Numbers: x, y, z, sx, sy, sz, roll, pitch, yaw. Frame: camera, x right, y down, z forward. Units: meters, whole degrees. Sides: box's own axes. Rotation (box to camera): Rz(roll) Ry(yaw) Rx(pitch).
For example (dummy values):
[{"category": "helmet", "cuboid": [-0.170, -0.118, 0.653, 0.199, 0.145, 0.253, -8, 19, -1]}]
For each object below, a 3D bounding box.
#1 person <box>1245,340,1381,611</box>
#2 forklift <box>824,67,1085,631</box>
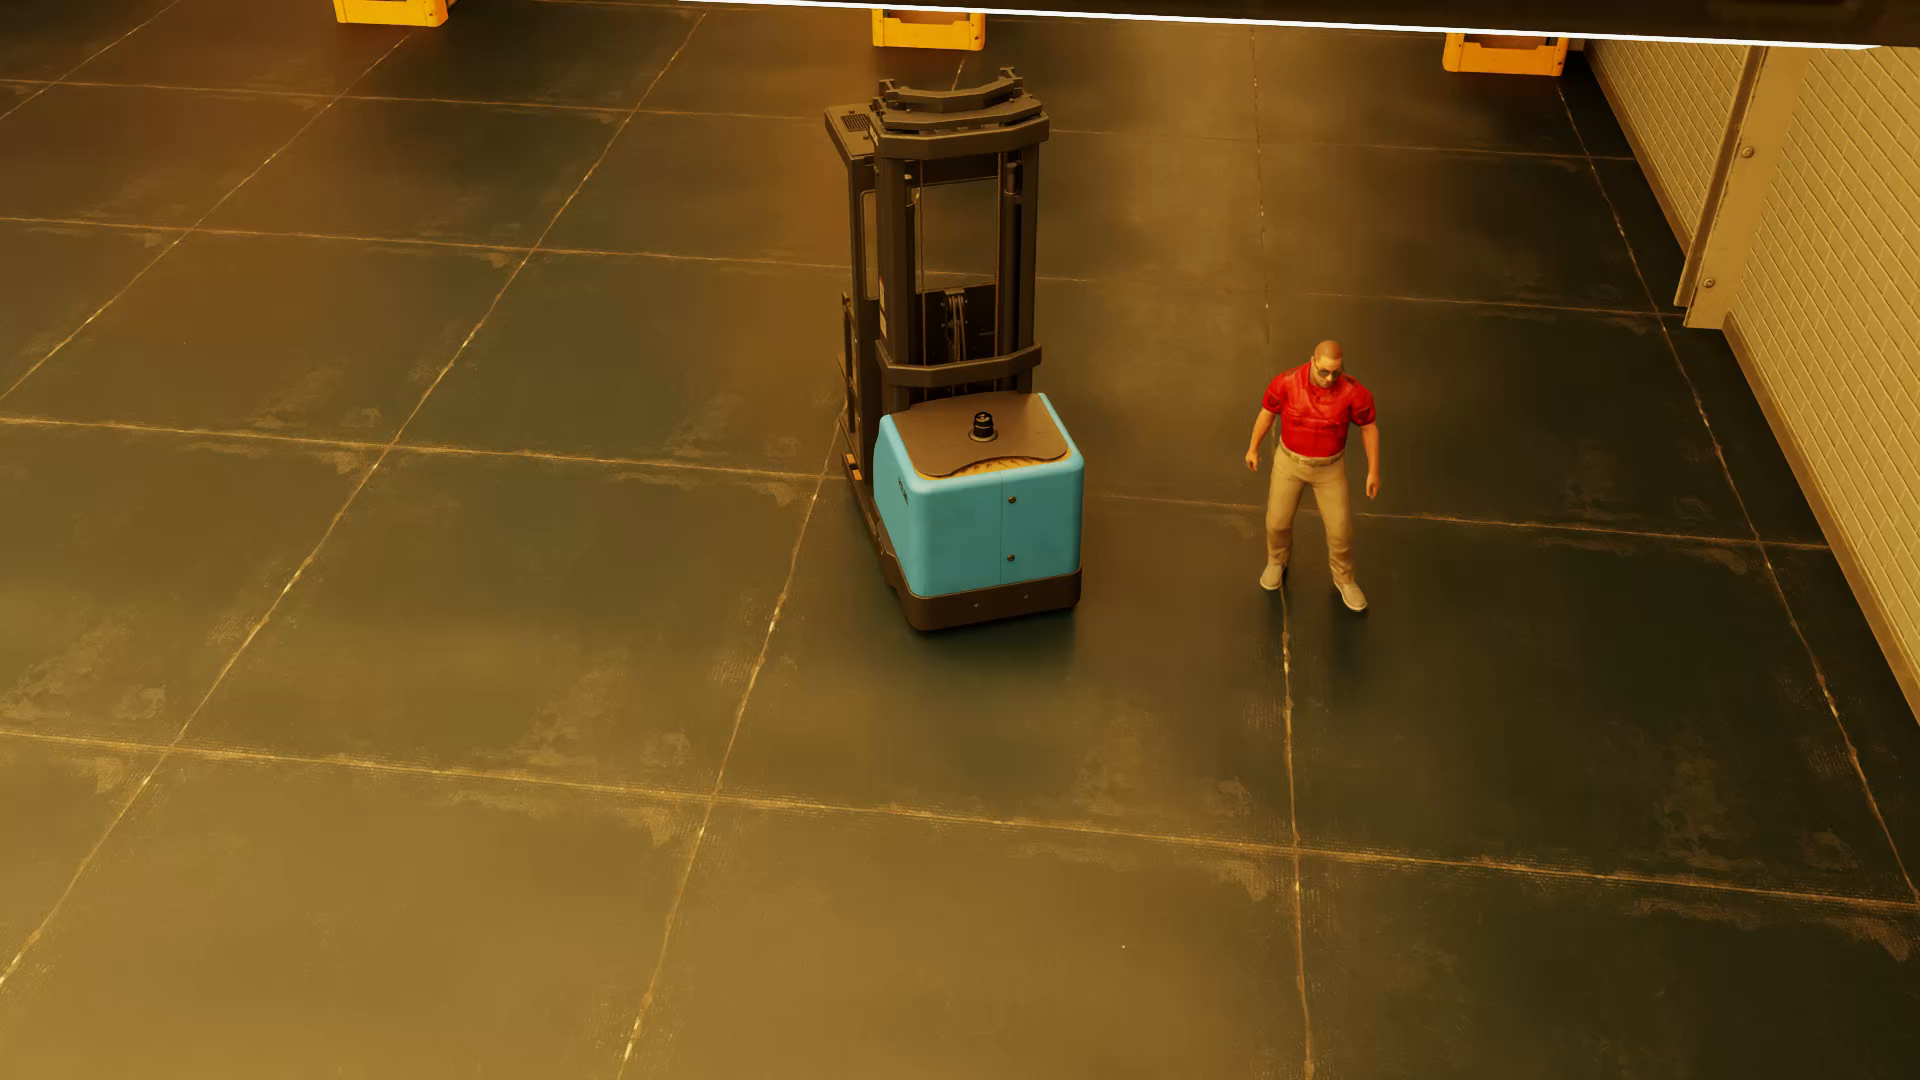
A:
[{"category": "person", "cuboid": [2.067, -0.423, 9.644, 0.842, 1.702, 0.382, 11, 38, 14]}, {"category": "forklift", "cuboid": [-0.159, -1.528, 10.103, 1.130, 2.935, 3.031, -9, 37, -12]}]
